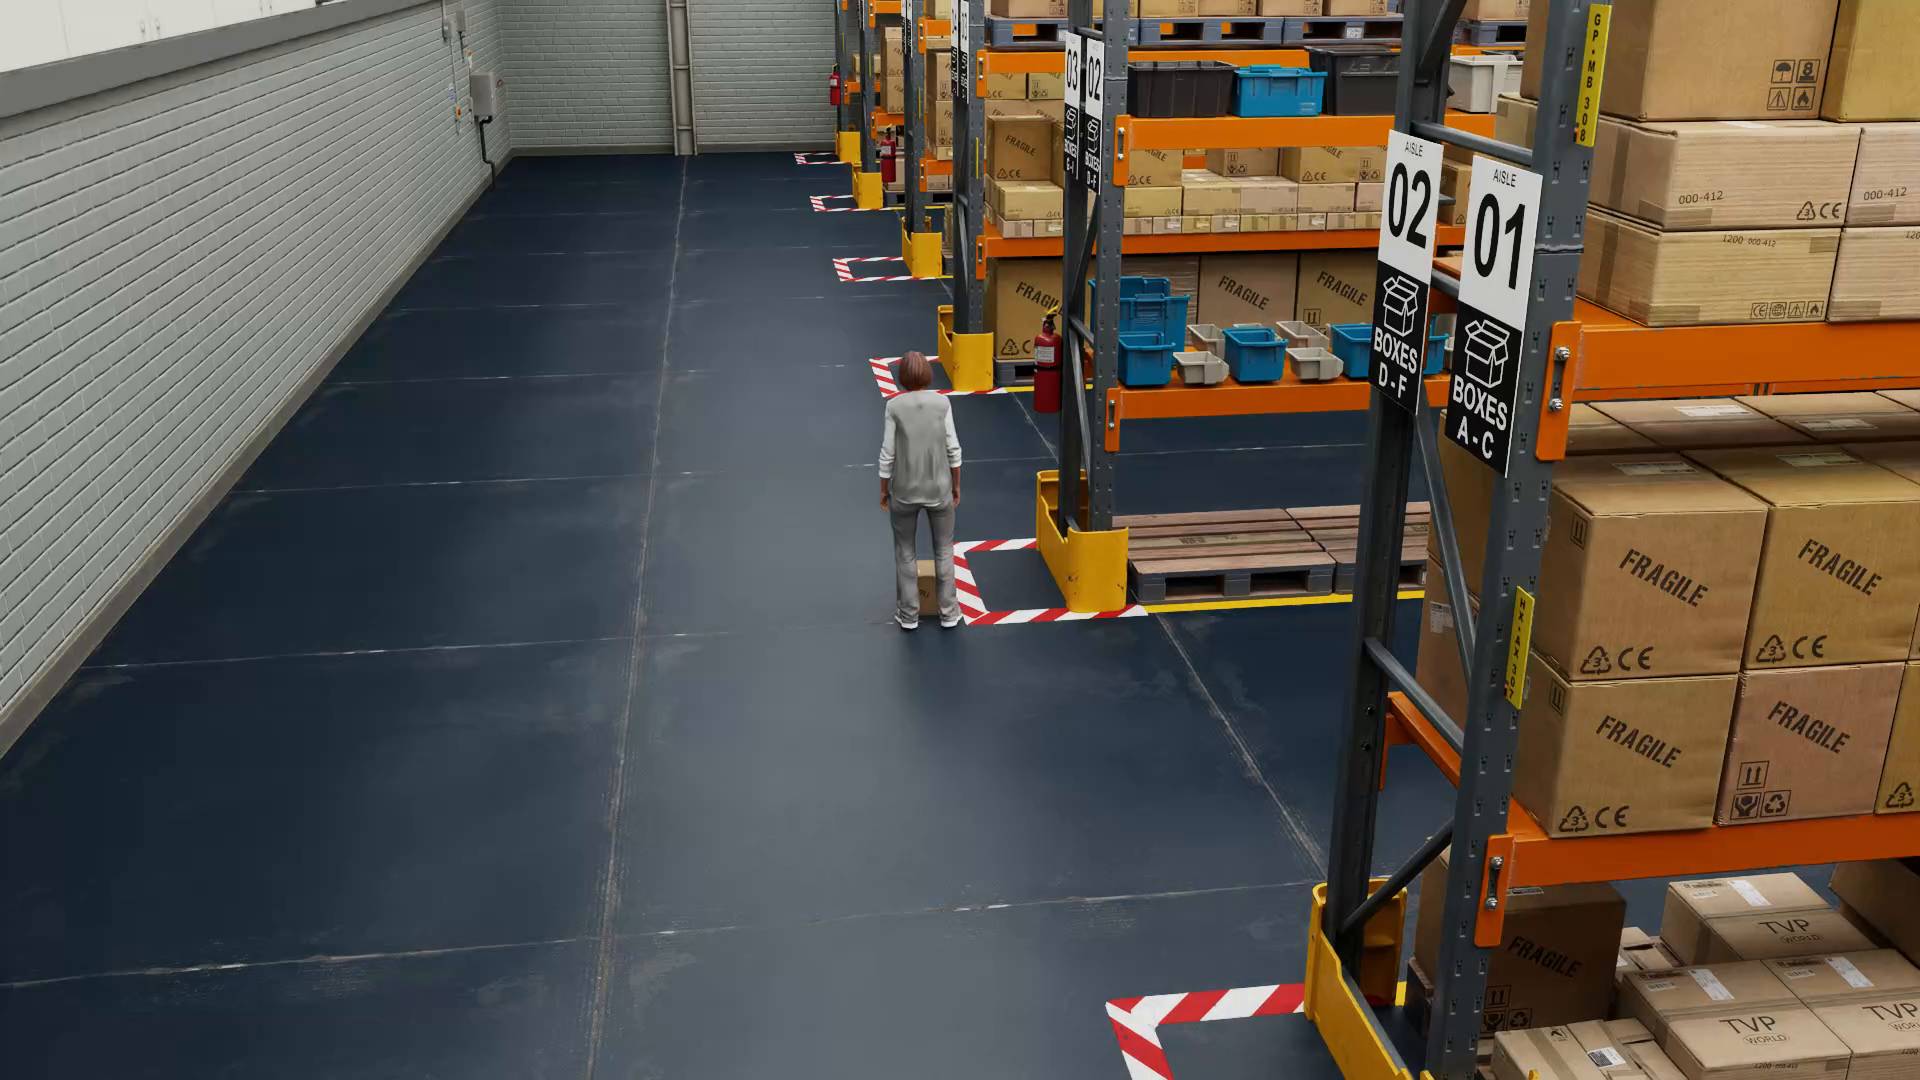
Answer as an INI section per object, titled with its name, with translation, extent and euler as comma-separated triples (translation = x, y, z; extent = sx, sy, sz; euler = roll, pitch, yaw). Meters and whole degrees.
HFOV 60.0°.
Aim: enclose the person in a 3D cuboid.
[person]
translation = -0.213, -0.260, 9.320
extent = 0.475, 1.574, 0.318
euler = -3, 20, -7
